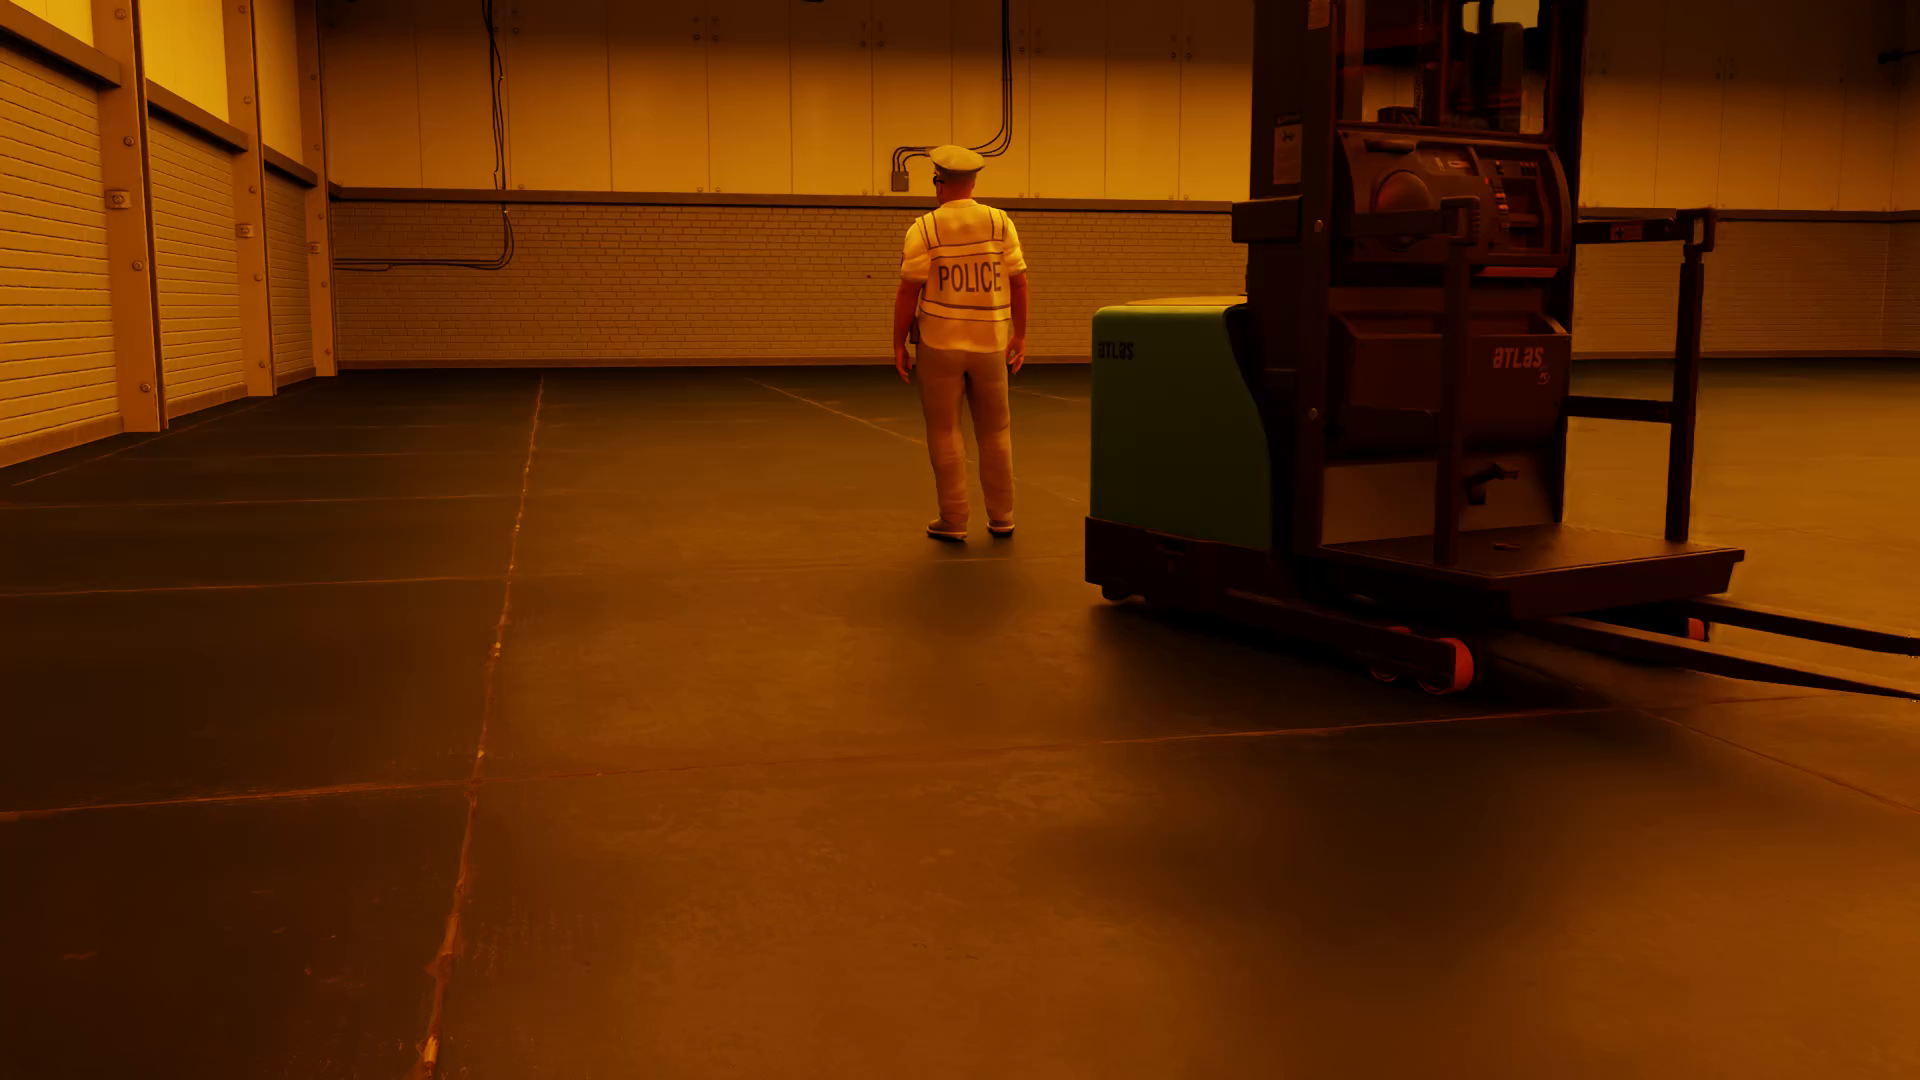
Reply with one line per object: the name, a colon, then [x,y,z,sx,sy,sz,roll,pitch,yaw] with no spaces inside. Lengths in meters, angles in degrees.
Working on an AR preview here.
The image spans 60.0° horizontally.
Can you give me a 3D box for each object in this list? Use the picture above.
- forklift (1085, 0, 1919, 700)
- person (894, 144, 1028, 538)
forklift: [1.637,-1.091,4.930,1.130,2.935,3.031,-5,9,-30]
person: [-0.007,-0.902,7.660,0.641,1.781,0.574,-2,8,-13]
